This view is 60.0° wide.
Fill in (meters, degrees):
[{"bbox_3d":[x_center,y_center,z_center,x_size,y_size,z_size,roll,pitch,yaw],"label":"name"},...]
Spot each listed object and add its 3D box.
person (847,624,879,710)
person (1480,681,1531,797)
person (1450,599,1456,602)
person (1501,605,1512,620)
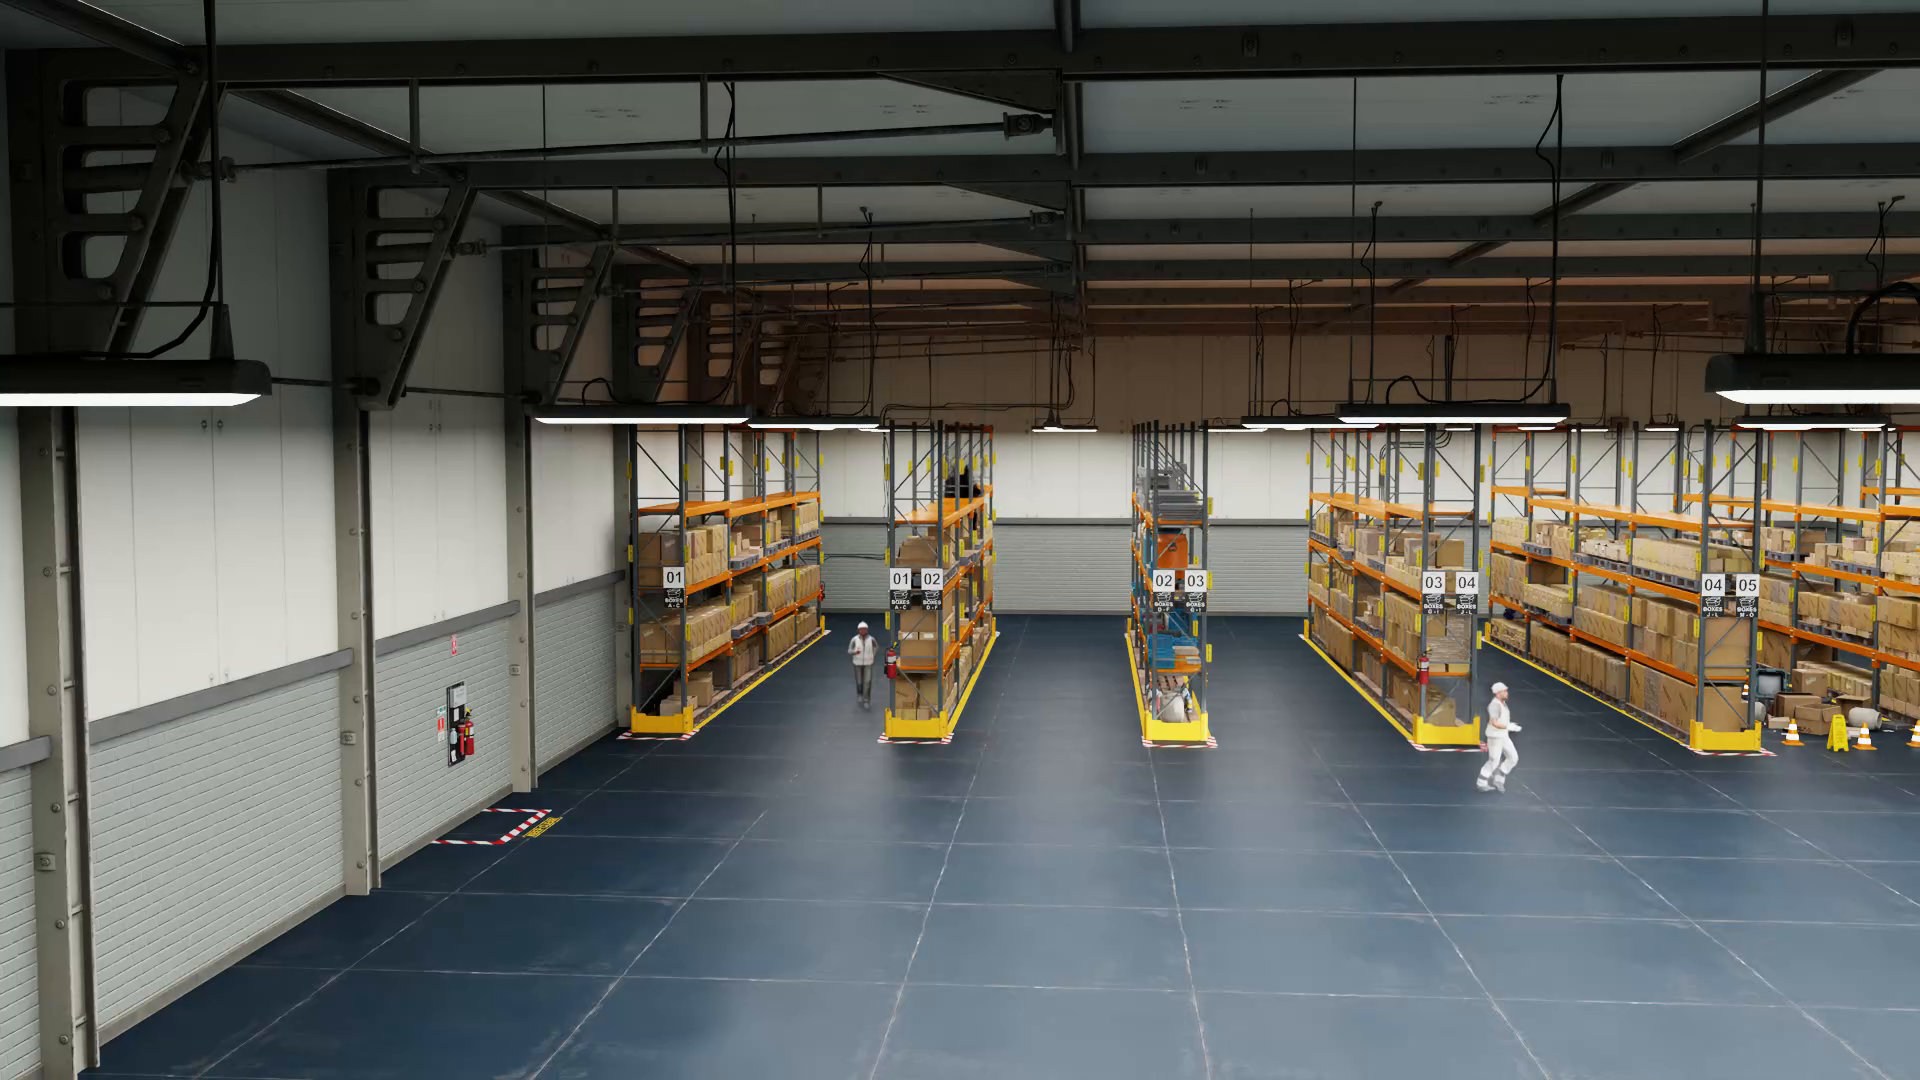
[{"bbox_3d":[-2.023,2.632,34.701,0.670,1.749,0.880,0,4,-6],"label":"person"},{"bbox_3d":[8.682,3.166,26.403,0.781,1.863,0.686,3,4,35],"label":"person"},{"bbox_3d":[13.330,2.085,45.049,0.613,1.577,0.717,1,4,11],"label":"person"},{"bbox_3d":[15.626,1.916,47.631,0.782,1.599,0.739,3,4,36],"label":"person"}]
